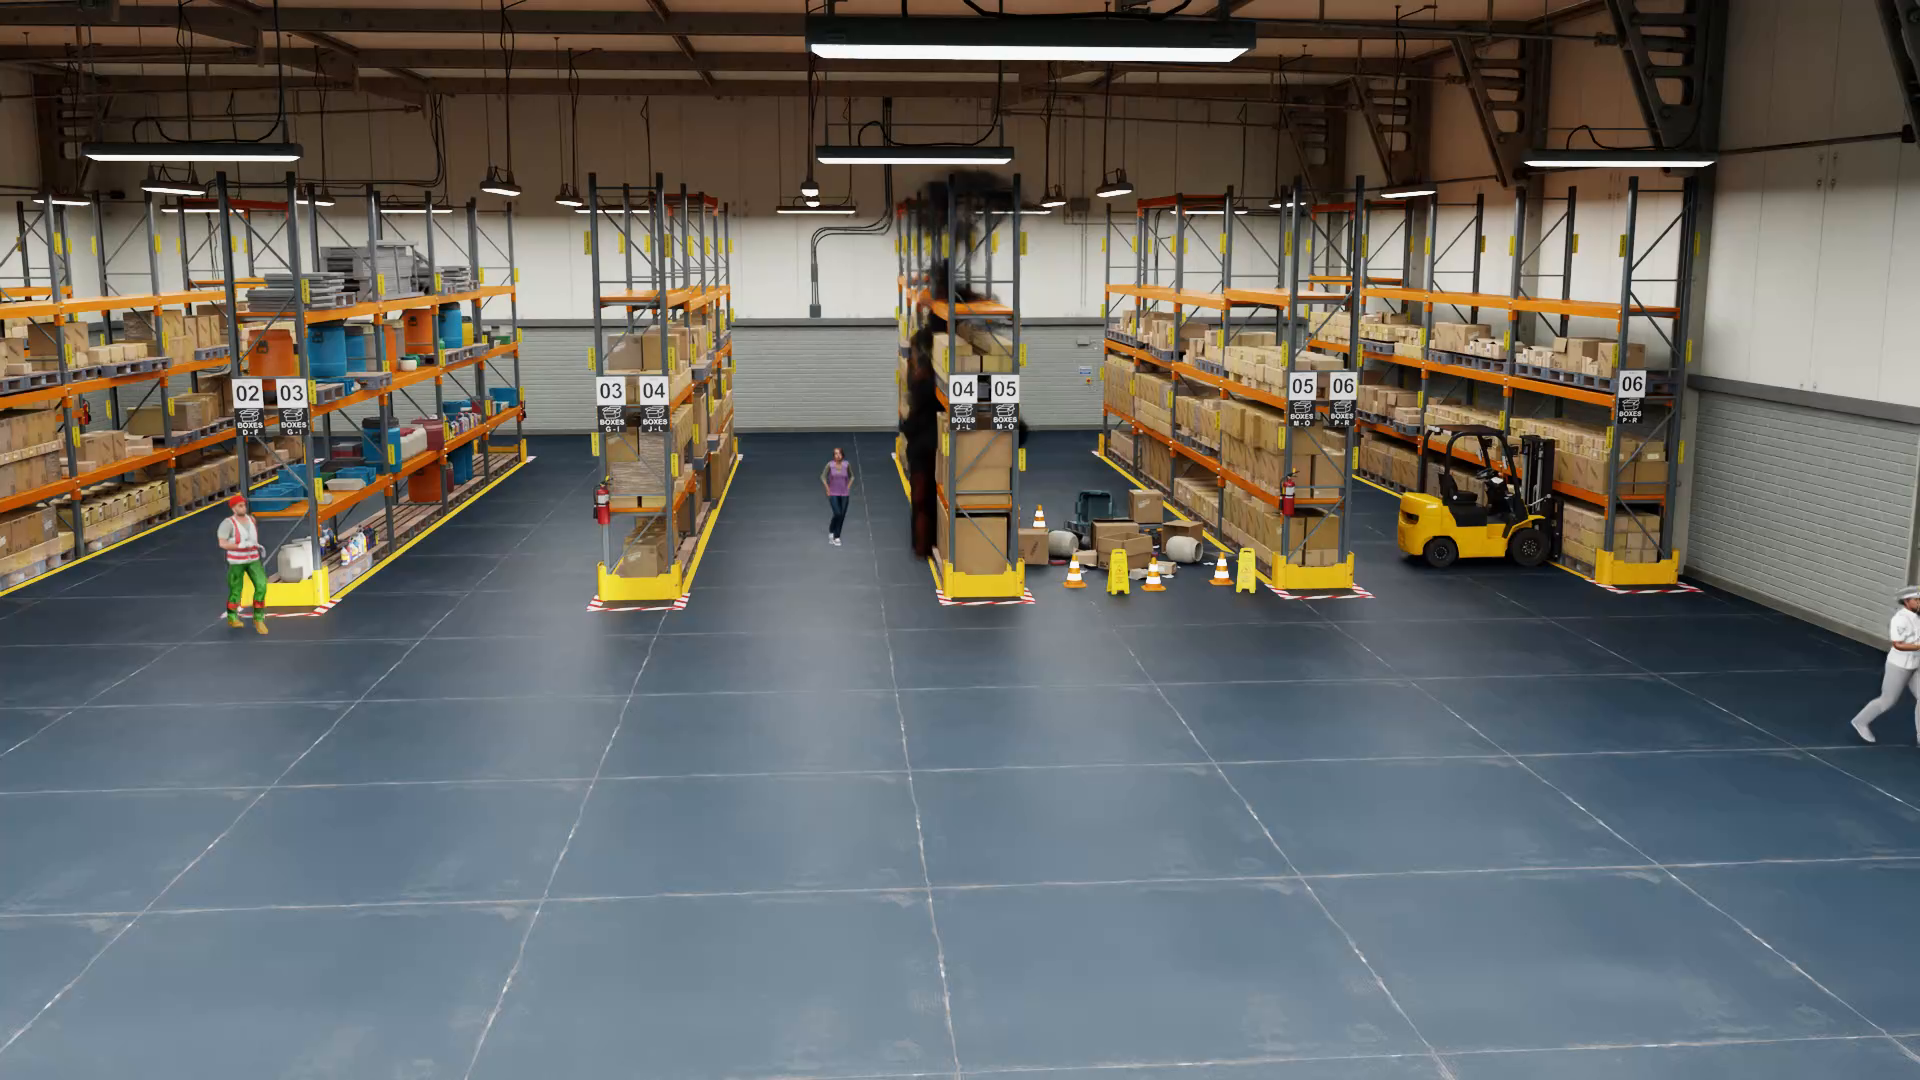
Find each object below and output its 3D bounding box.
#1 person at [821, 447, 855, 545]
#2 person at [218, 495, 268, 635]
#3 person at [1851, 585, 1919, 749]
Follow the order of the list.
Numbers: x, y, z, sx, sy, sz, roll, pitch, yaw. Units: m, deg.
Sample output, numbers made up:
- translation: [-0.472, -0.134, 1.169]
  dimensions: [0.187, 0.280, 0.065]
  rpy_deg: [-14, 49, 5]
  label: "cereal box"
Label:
- translation: [-1.914, -0.686, 26.416]
  dimensions: [0.521, 1.582, 0.530]
  rpy_deg: [-3, 10, -16]
  label: "person"
- translation: [-9.345, 0.319, 21.708]
  dimensions: [0.724, 1.829, 0.669]
  rpy_deg: [8, 13, 38]
  label: "person"
- translation: [9.401, 1.269, 16.531]
  dimensions: [0.566, 1.709, 0.910]
  rpy_deg: [-5, 11, -26]
  label: "person"
